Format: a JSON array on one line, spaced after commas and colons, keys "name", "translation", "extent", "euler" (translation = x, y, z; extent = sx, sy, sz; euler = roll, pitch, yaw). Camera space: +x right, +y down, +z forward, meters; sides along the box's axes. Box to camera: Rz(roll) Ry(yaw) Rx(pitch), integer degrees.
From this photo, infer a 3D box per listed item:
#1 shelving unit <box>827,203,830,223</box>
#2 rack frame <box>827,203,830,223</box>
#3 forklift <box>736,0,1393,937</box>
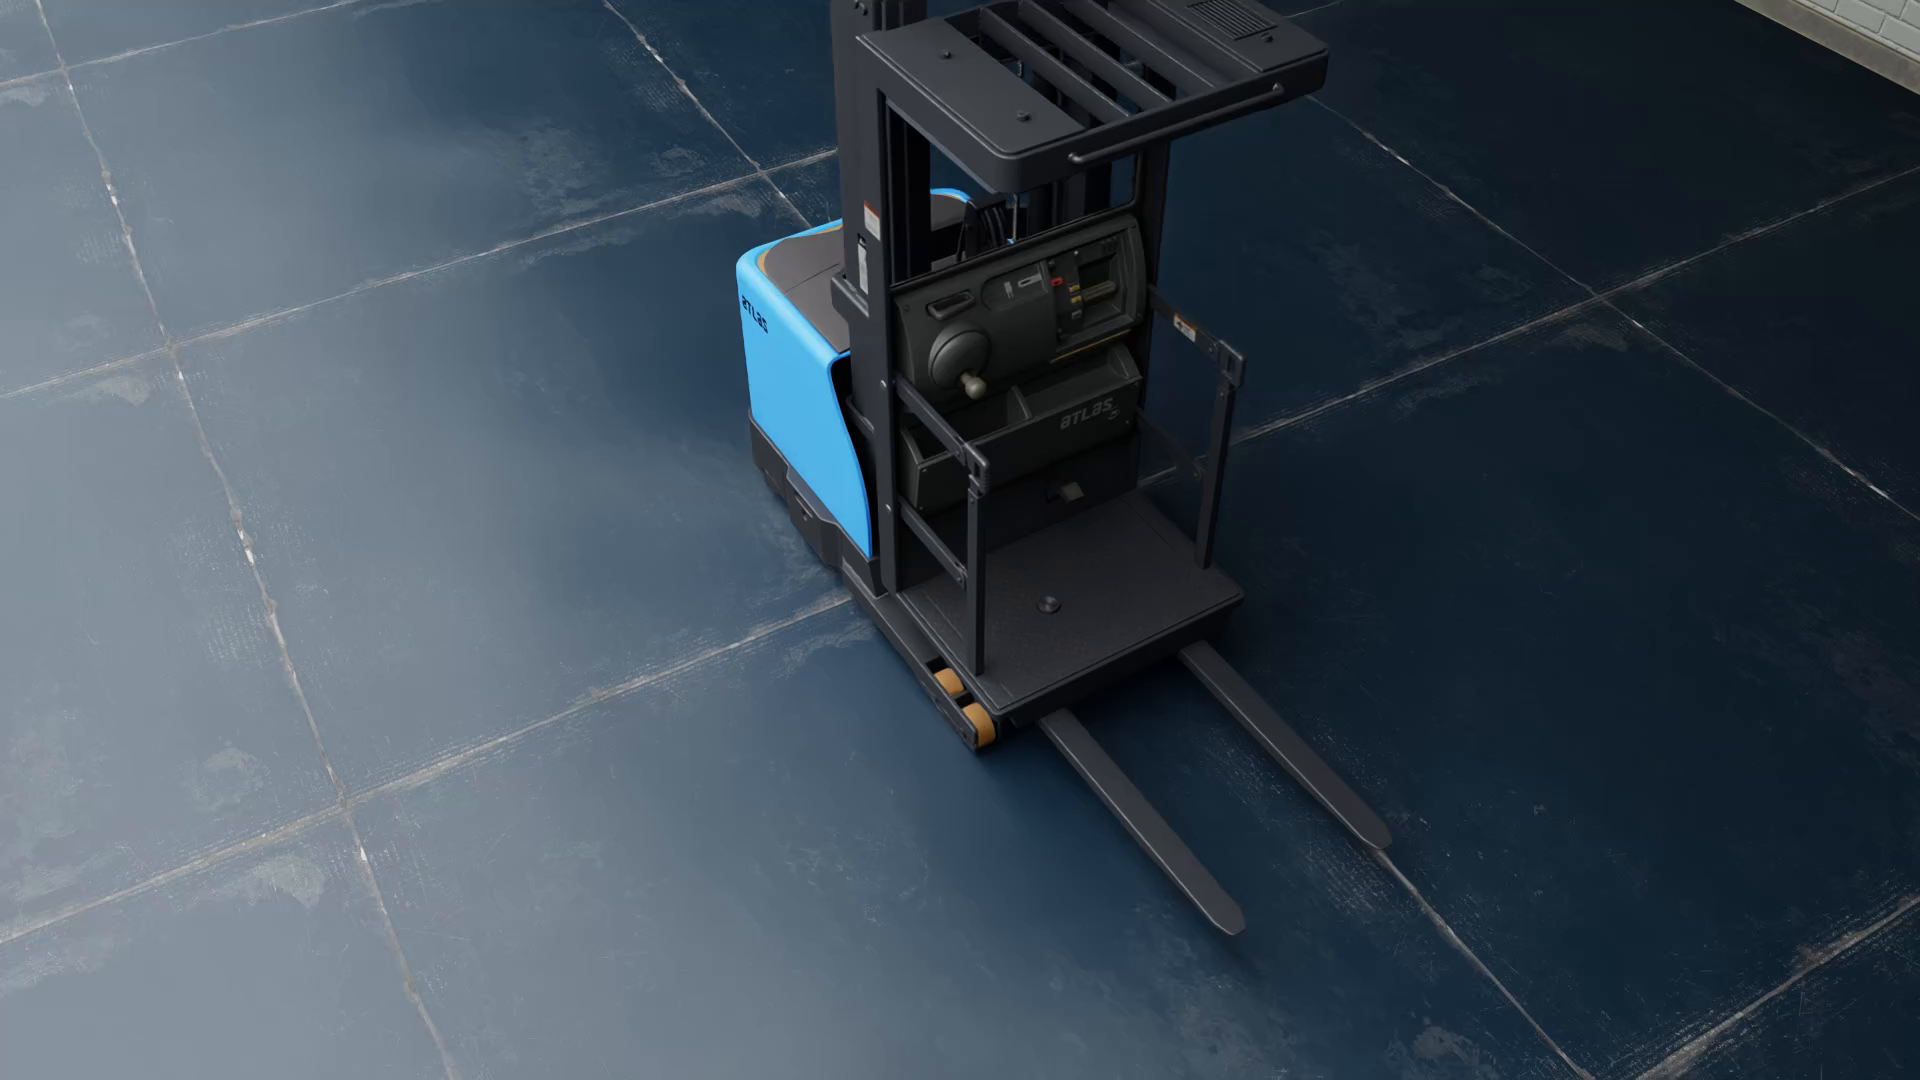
[{"name": "shelving unit", "translation": [-0.429, -1.006, 7.140], "extent": [0.210, 0.900, 0.258], "euler": [-7, 45, -7]}, {"name": "rack frame", "translation": [-0.529, -0.993, 7.127], "extent": [0.006, 0.900, 0.240], "euler": [-7, 45, -7]}, {"name": "forklift", "translation": [0.332, -0.679, 5.345], "extent": [1.130, 2.935, 3.031], "euler": [-23, 49, -22]}]
